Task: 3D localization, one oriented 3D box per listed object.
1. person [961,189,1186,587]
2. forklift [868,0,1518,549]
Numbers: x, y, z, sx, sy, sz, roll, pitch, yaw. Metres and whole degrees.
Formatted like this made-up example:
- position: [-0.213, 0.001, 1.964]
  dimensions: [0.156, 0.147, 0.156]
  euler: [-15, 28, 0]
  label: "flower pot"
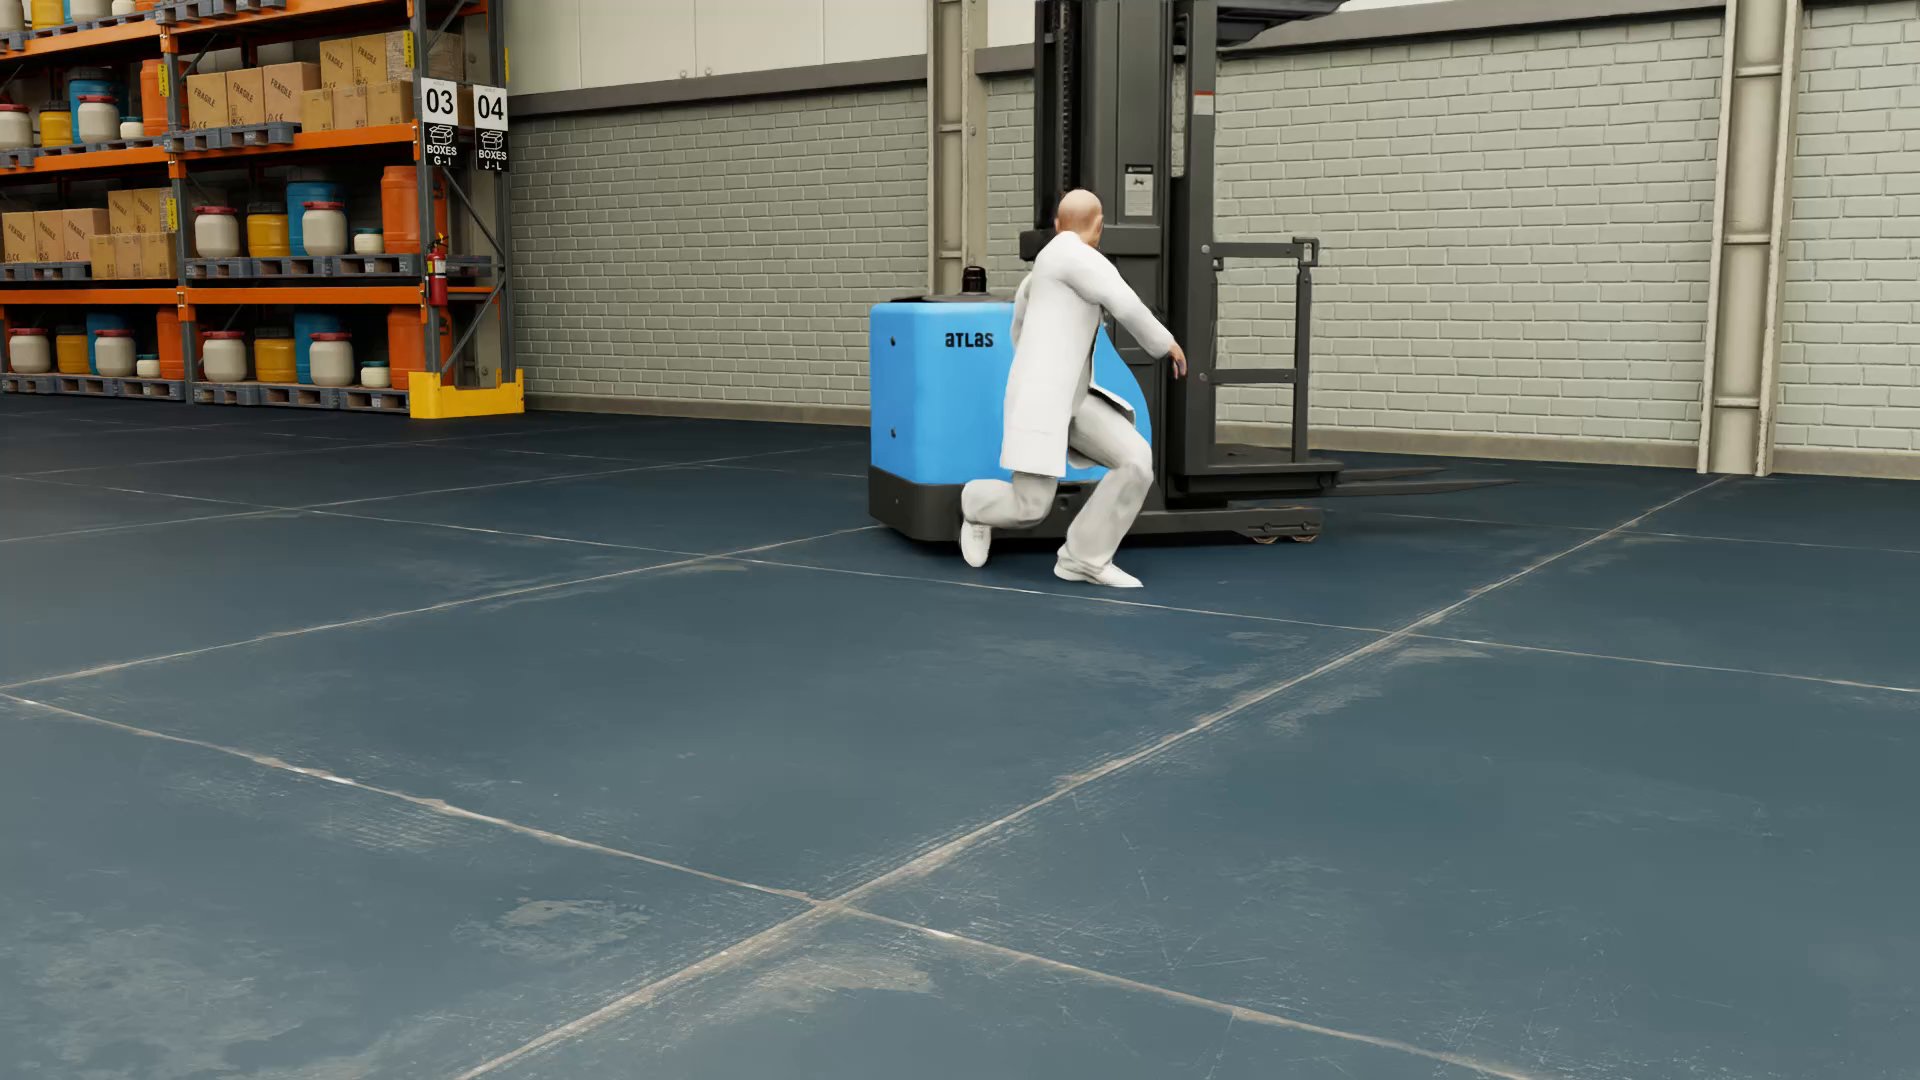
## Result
- position: [0.377, -0.592, 6.537]
  dimensions: [0.944, 1.545, 0.700]
  euler: [5, 10, 32]
  label: "person"
- position: [1.139, -1.500, 7.740]
  dimensions: [3.031, 2.935, 1.130]
  euler: [-2, 8, -16]
  label: "forklift"
